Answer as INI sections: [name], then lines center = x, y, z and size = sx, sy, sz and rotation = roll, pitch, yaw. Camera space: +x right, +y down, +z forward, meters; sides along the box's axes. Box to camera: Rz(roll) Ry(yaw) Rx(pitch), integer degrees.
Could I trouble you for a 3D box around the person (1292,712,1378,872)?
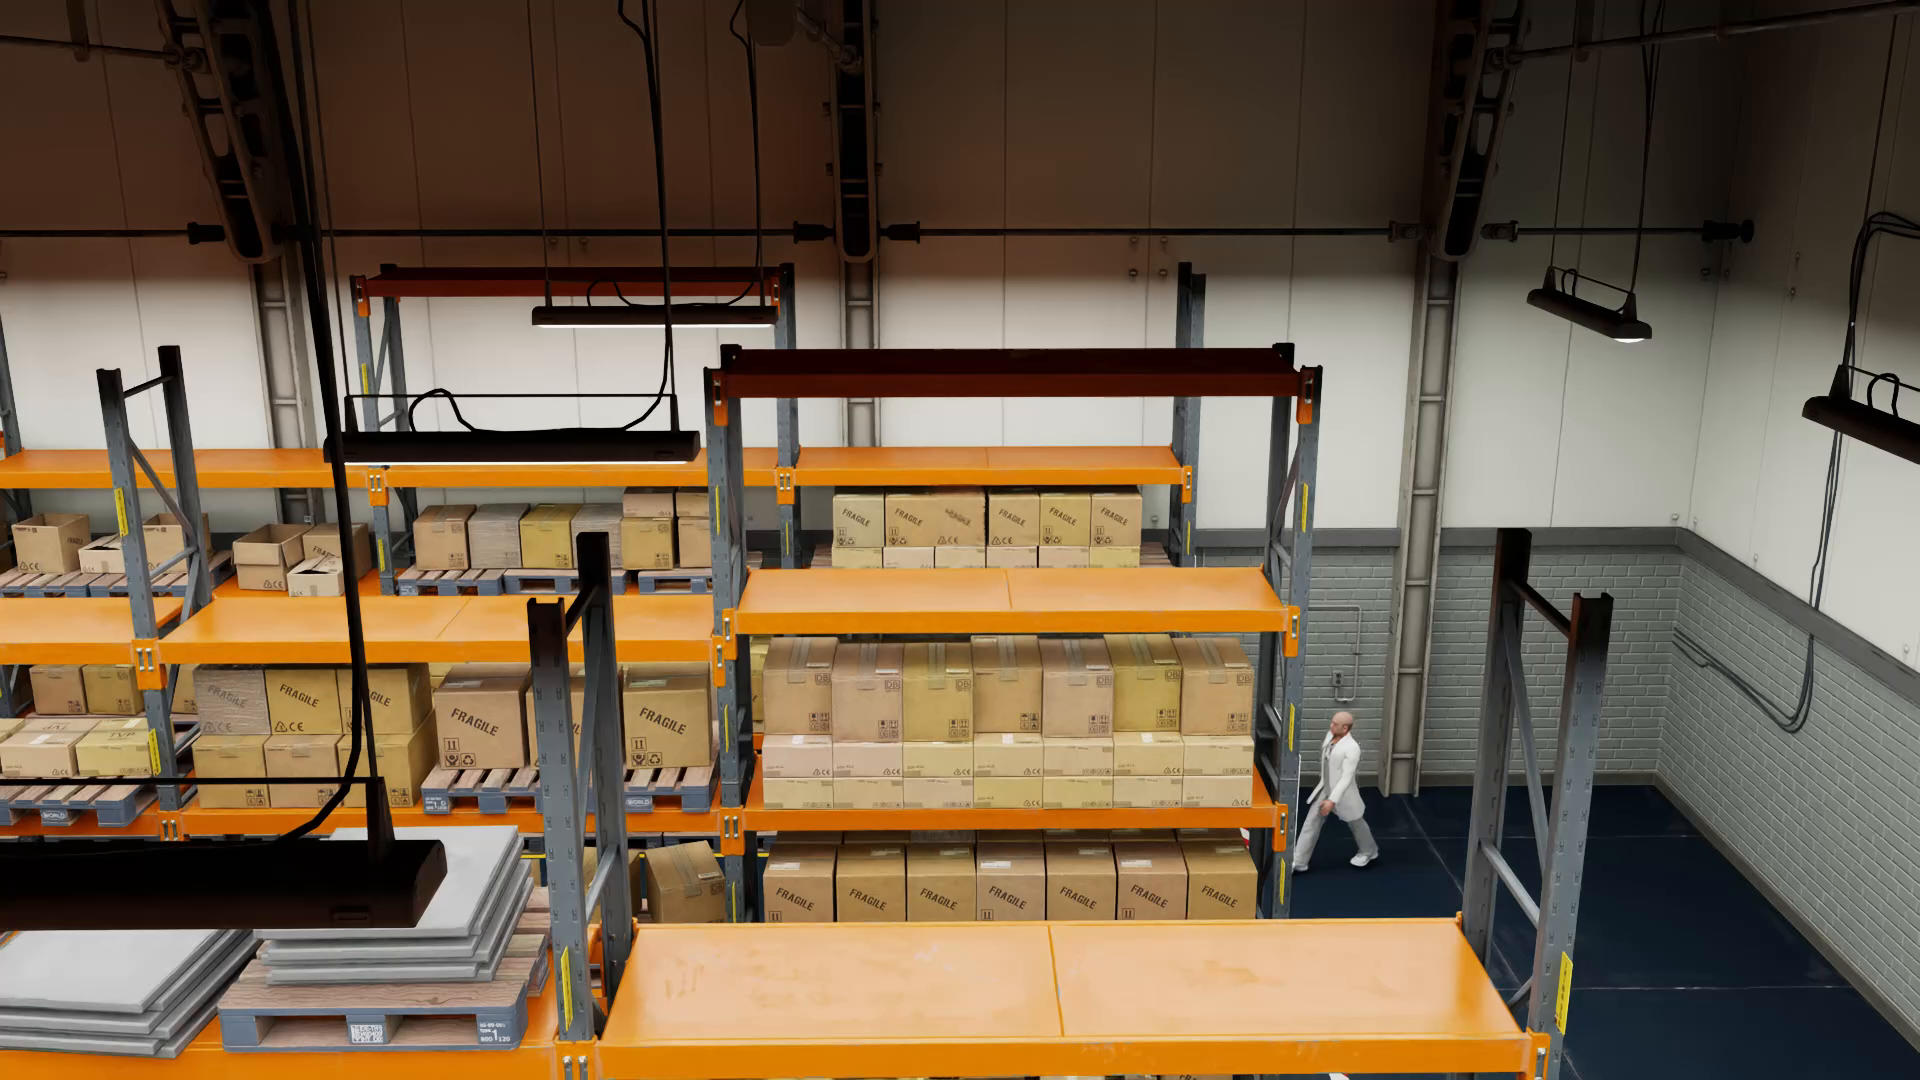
[person]
center = 3.768, 2.521, 16.726
size = 1.143, 1.705, 0.594
rotation = -8, 18, -26
